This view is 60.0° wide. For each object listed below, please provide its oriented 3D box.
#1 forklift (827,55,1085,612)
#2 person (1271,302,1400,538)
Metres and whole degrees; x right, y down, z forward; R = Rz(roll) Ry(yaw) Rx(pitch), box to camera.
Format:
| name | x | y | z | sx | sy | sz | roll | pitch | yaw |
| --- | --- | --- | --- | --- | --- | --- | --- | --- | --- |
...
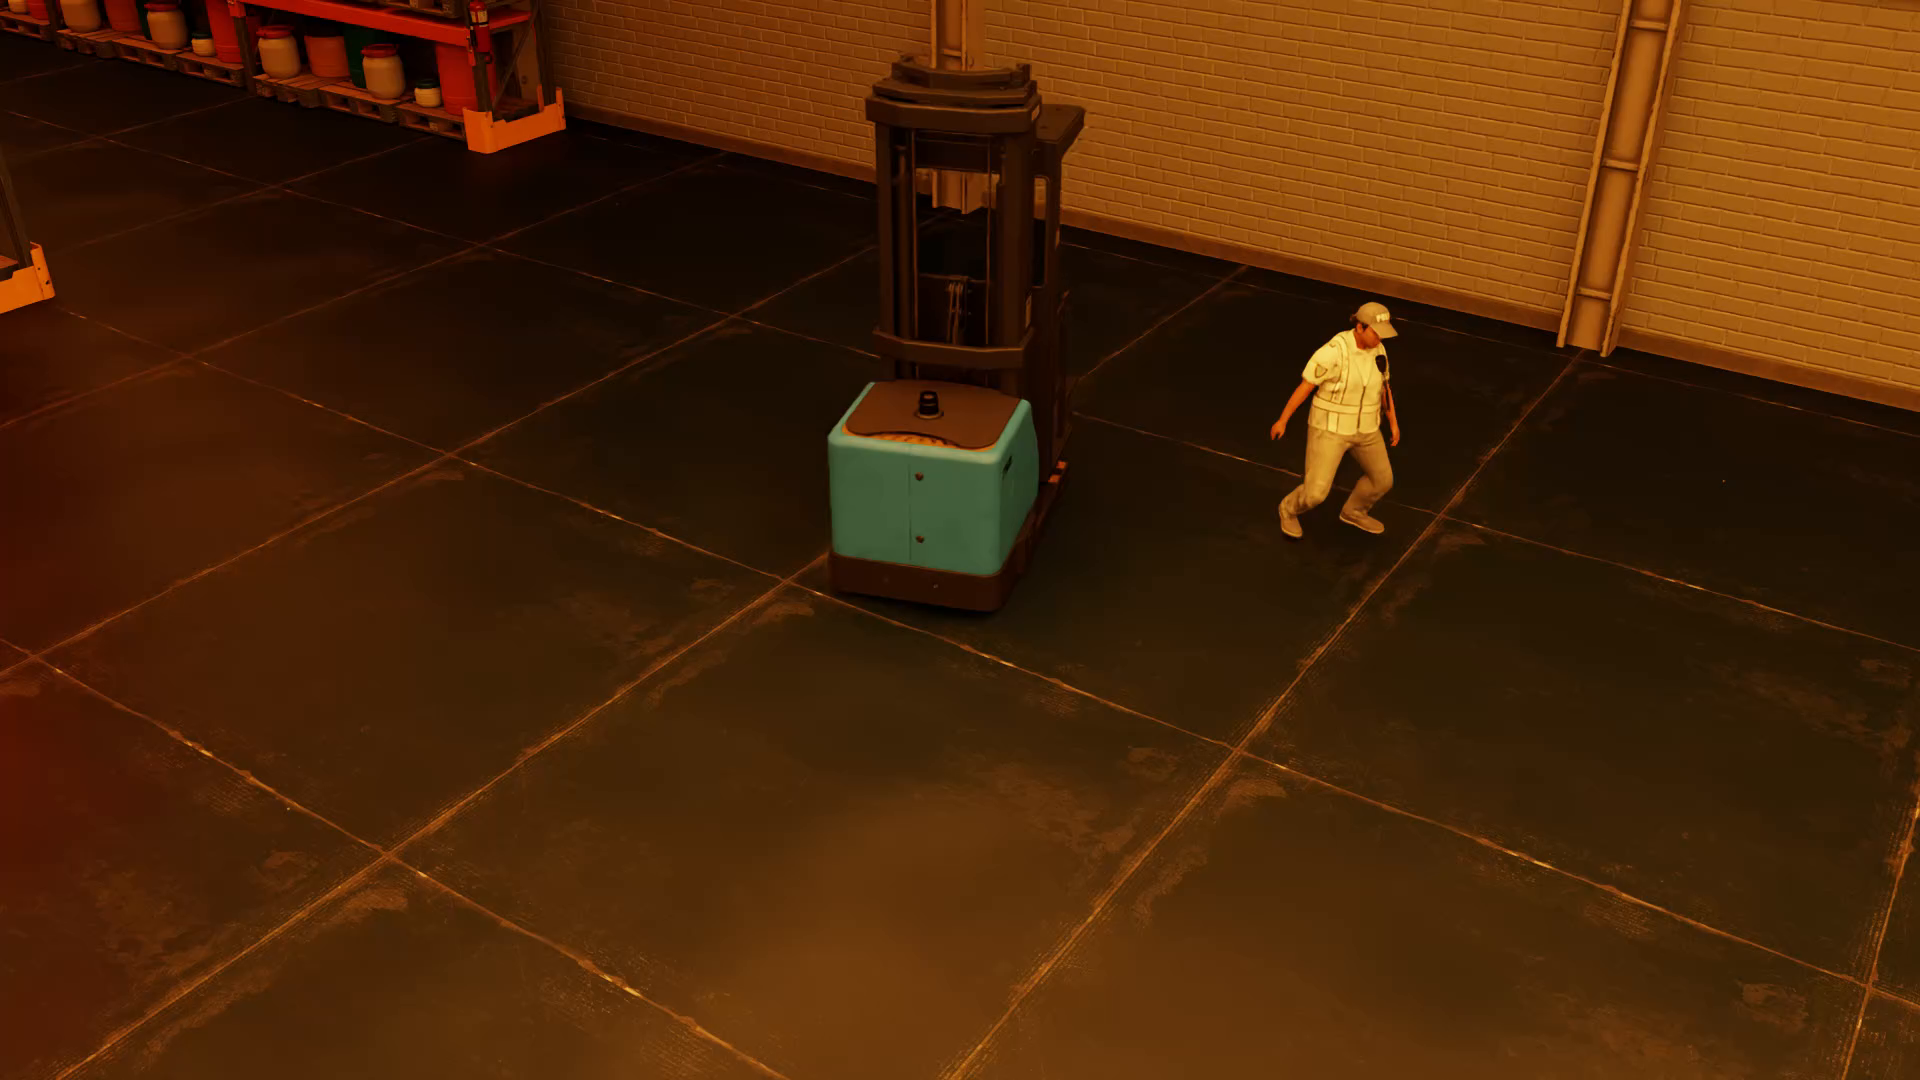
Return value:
| name | x | y | z | sx | sy | sz | roll | pitch | yaw |
| --- | --- | --- | --- | --- | --- | --- | --- | --- | --- |
| forklift | 0.116 | -1.578 | 10.299 | 1.130 | 2.935 | 3.031 | 8 | 31 | 13 |
| person | 2.307 | -0.707 | 10.157 | 0.819 | 1.590 | 0.485 | -8 | 31 | -14 |
